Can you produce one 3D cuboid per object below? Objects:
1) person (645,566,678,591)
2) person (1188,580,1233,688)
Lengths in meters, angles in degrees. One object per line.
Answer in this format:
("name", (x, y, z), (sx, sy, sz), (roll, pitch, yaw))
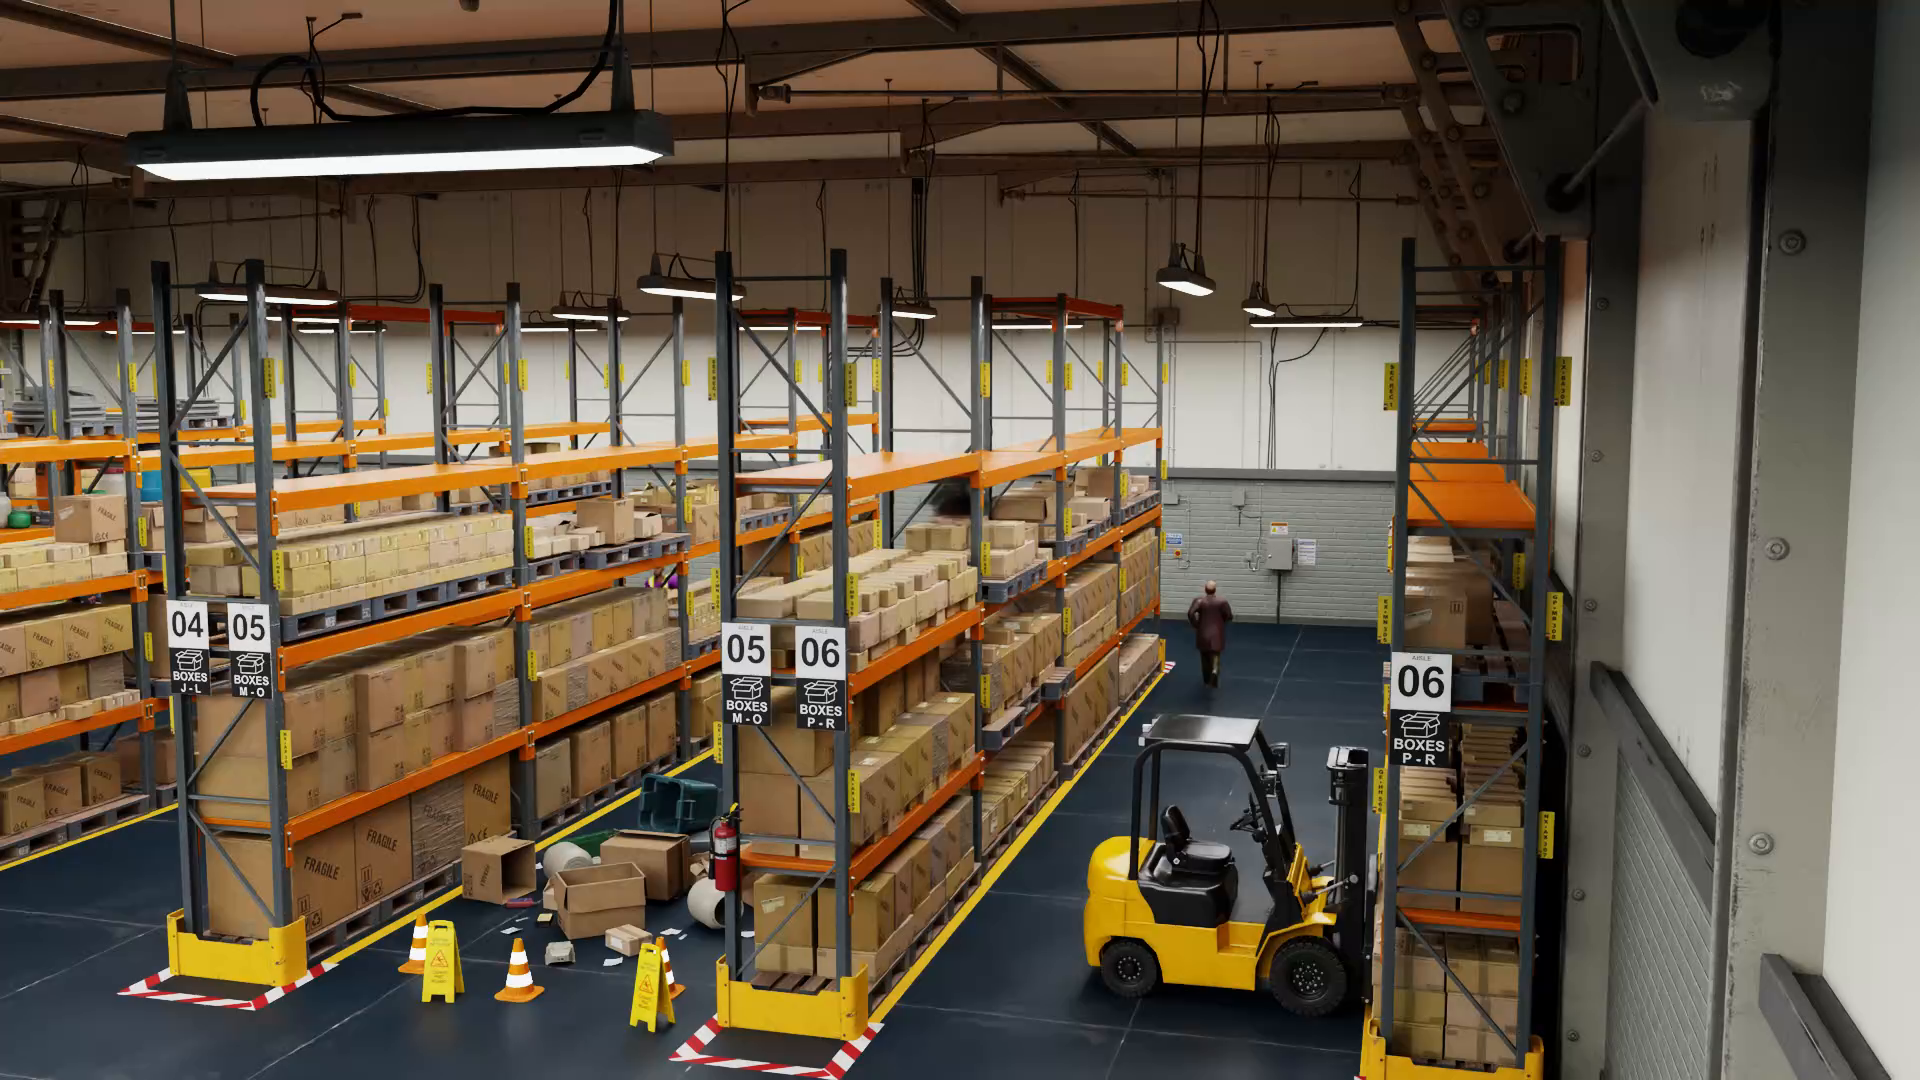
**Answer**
("person", (-5.246, 1.221, 29.366), (0.733, 1.708, 0.646), (1, 6, 7))
("person", (3.934, 1.504, 26.196), (0.712, 1.756, 1.031), (1, 6, 6))
